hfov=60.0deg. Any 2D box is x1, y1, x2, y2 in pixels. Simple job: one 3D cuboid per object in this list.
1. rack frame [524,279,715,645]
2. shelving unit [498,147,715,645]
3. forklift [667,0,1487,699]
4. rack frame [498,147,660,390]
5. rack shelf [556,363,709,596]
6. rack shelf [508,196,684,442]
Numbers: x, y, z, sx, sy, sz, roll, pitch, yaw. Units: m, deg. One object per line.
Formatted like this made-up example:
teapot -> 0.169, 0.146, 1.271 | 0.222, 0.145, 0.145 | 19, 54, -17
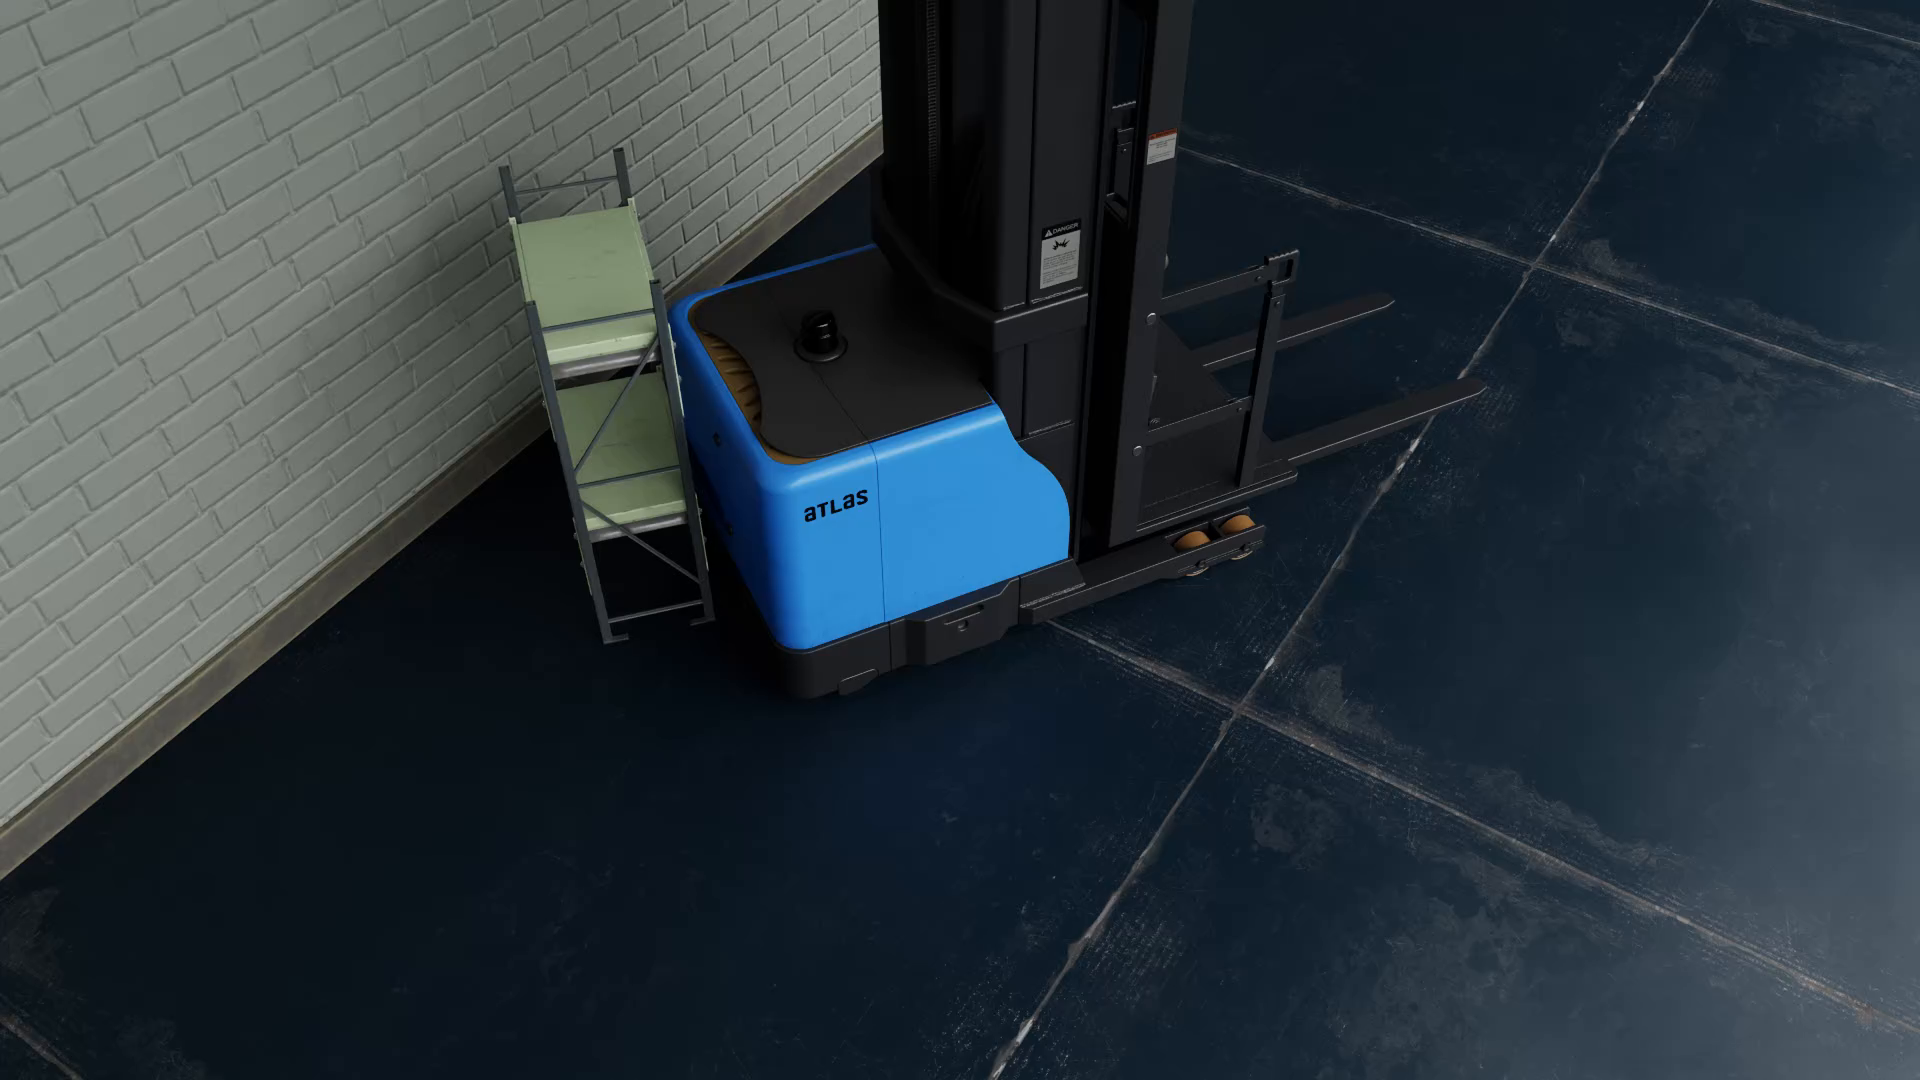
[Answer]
rack frame -> -1.073, -0.201, 5.399 | 0.400, 1.500, 0.023 | -12, 47, -11
shelving unit -> -1.177, -0.452, 5.644 | 0.431, 1.500, 0.755 | -12, 47, -11
forklift -> 0.562, -1.214, 5.386 | 3.031, 2.935, 1.130 | -19, 49, -18
rack frame -> -1.282, -0.704, 5.888 | 0.400, 1.500, 0.023 | -12, 47, -11
rack shelf -> -1.177, -0.225, 5.878 | 0.431, 0.370, 0.720 | -12, 47, -11
rack shelf -> -1.177, -0.724, 5.364 | 0.431, 0.370, 0.720 | -12, 47, -11
